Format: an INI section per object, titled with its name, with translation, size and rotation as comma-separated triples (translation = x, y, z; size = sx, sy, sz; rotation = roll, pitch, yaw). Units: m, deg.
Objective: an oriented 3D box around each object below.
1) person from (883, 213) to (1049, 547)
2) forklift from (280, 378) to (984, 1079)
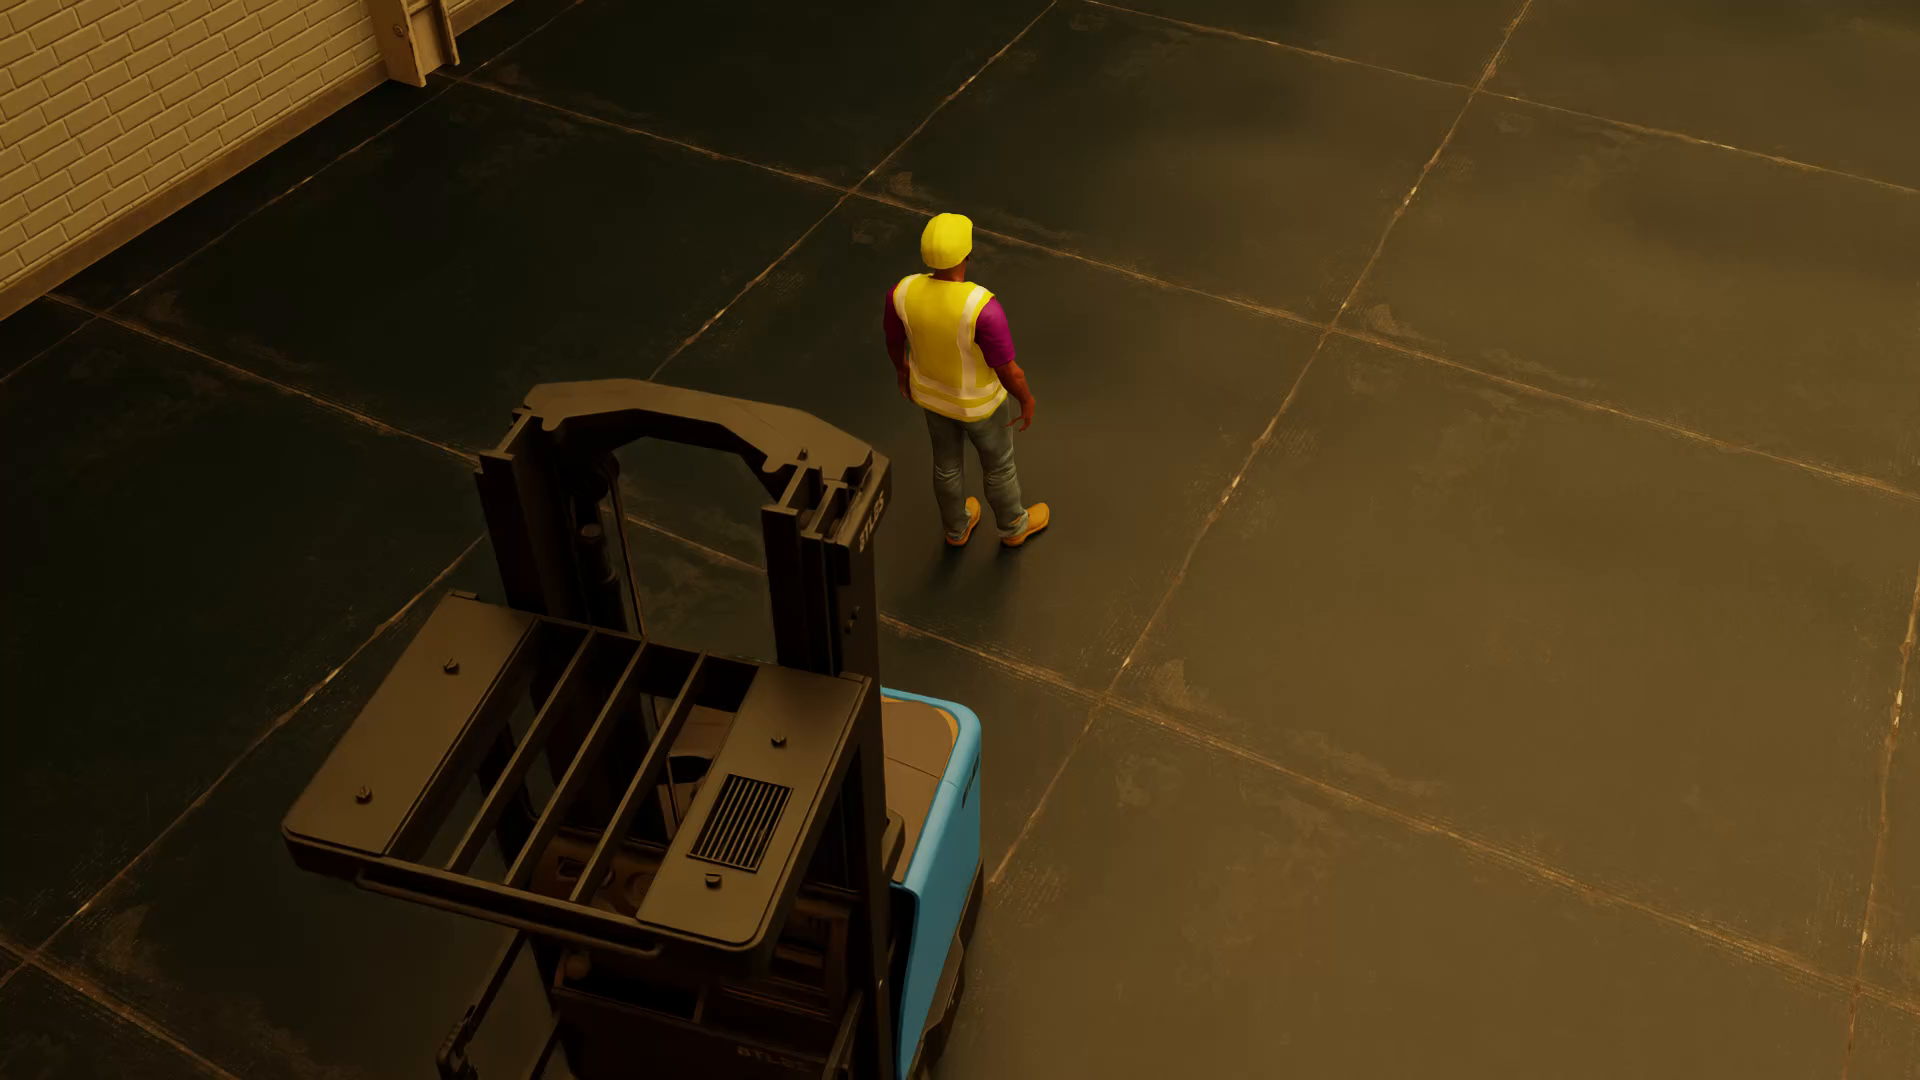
[person]
translation = 0.037, -0.689, 7.224
size = 0.666, 1.768, 0.575
rotation = 20, 47, 20
[forklift]
translation = -0.805, 1.165, 4.418
size = 1.130, 2.935, 3.031
rotation = 11, 44, 11
